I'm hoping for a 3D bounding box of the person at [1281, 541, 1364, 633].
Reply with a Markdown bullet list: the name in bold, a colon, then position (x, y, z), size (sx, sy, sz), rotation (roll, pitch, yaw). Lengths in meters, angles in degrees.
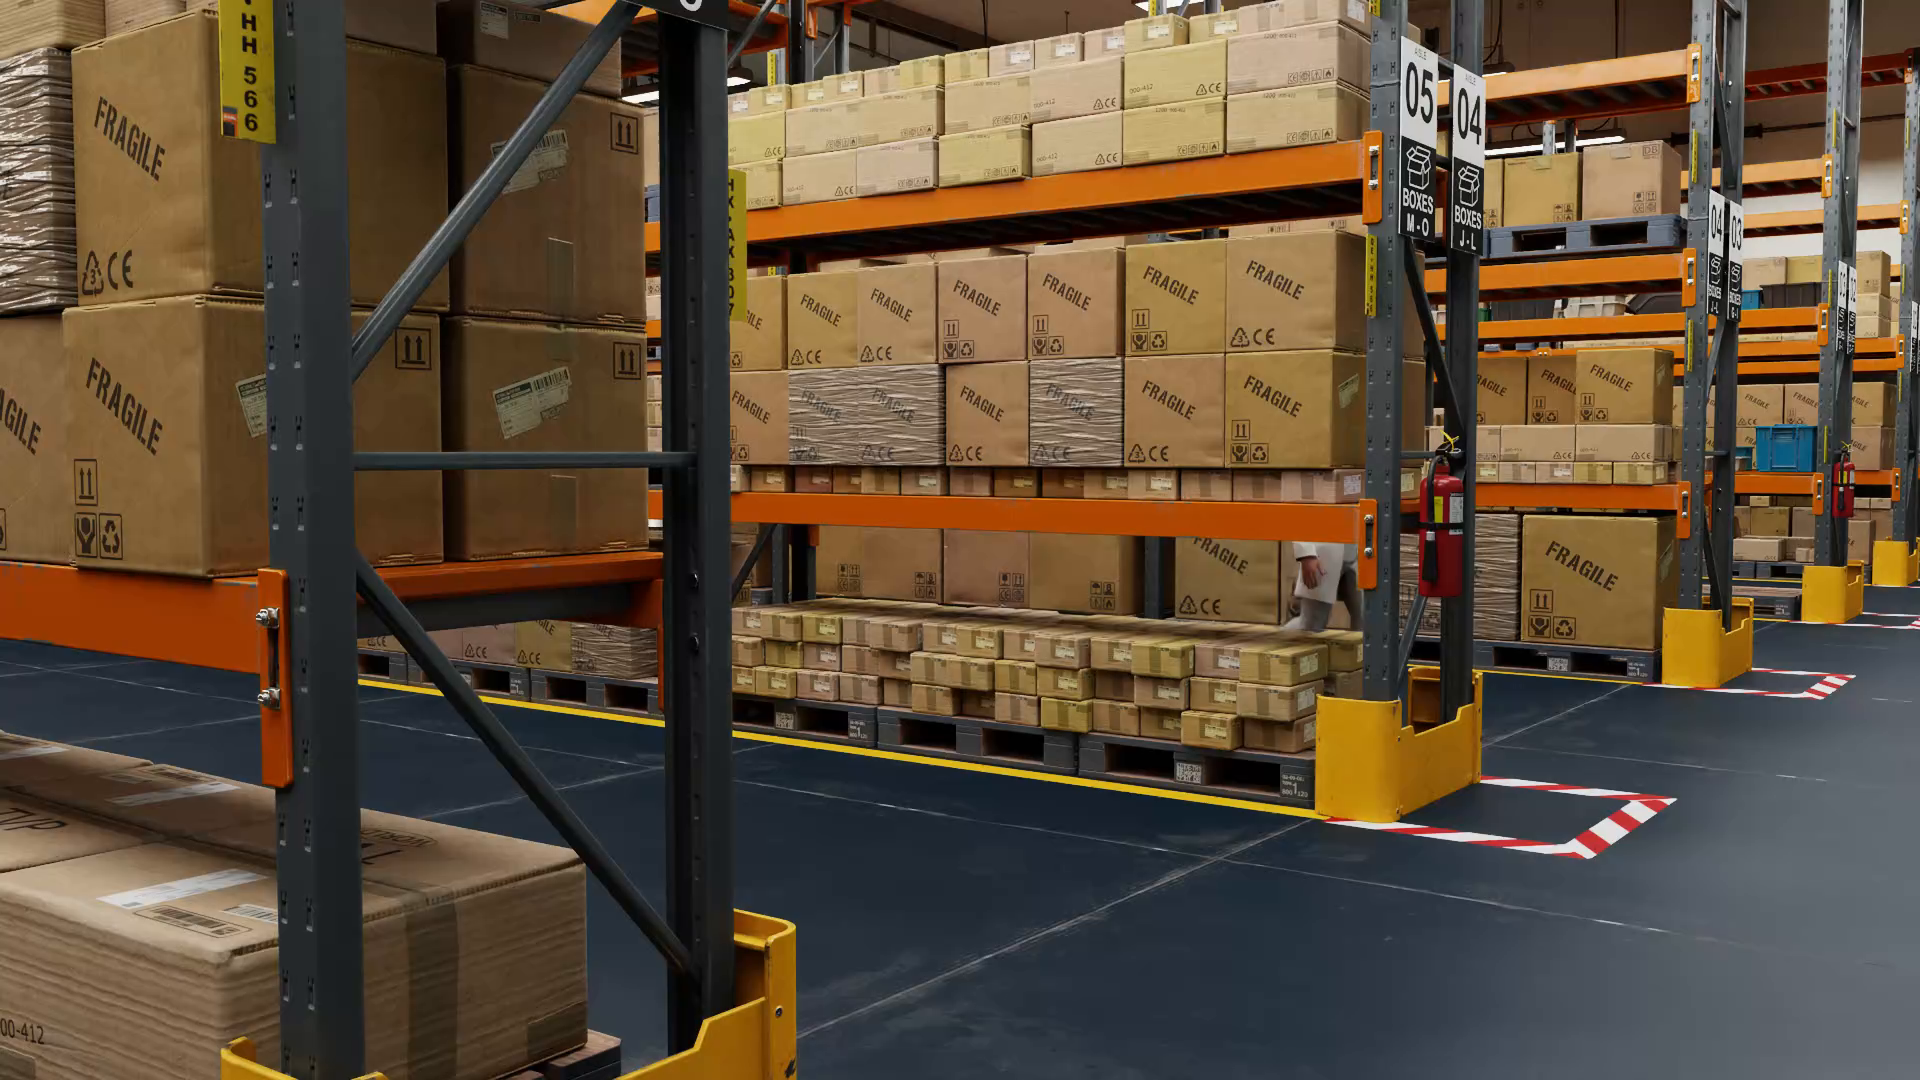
- **person**: position (2.179, 0.105, 9.878), size (0.606, 1.741, 0.989), rotation (-2, 4, -30)
